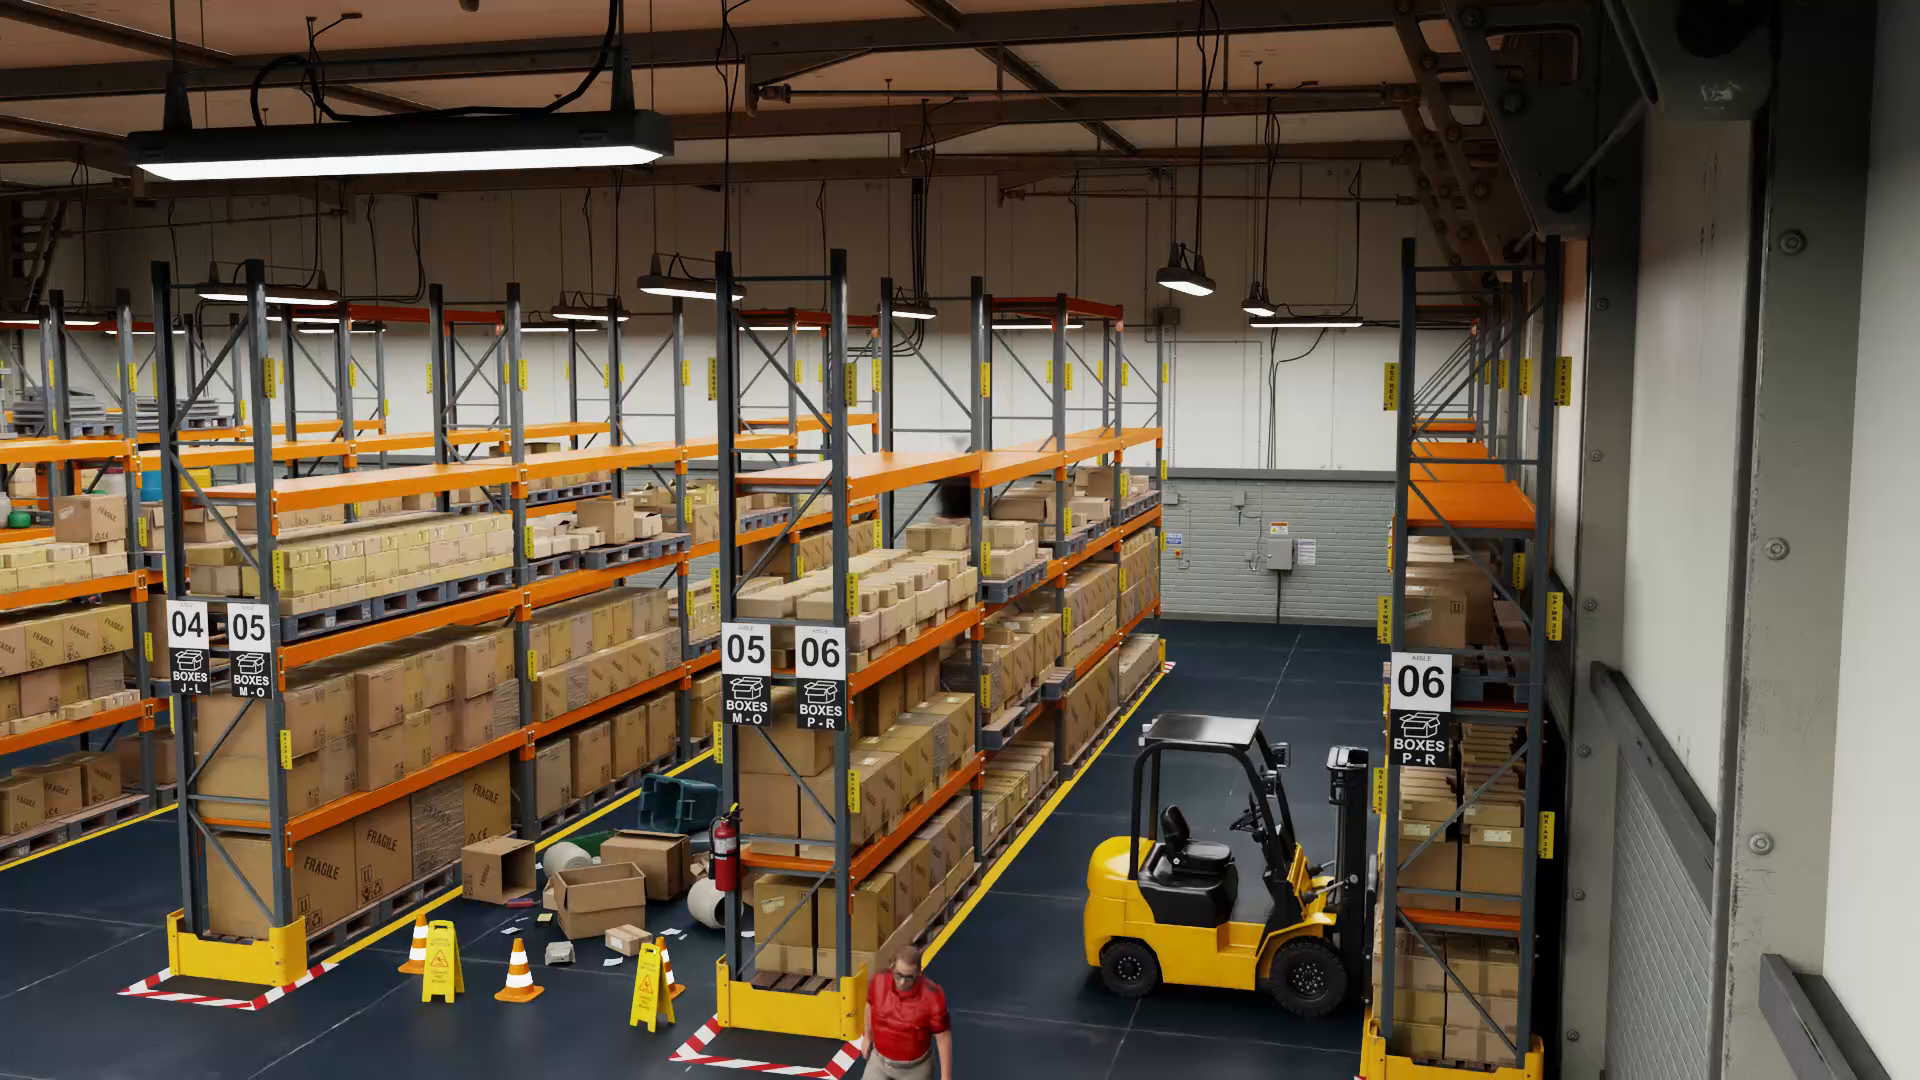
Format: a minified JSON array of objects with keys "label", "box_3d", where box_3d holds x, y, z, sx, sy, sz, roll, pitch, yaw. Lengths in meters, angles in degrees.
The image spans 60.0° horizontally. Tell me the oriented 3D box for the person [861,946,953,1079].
[{"label":"person","box_3d":[-0.347,3.251,10.348,0.799,1.642,0.634,3,7,23]}]
